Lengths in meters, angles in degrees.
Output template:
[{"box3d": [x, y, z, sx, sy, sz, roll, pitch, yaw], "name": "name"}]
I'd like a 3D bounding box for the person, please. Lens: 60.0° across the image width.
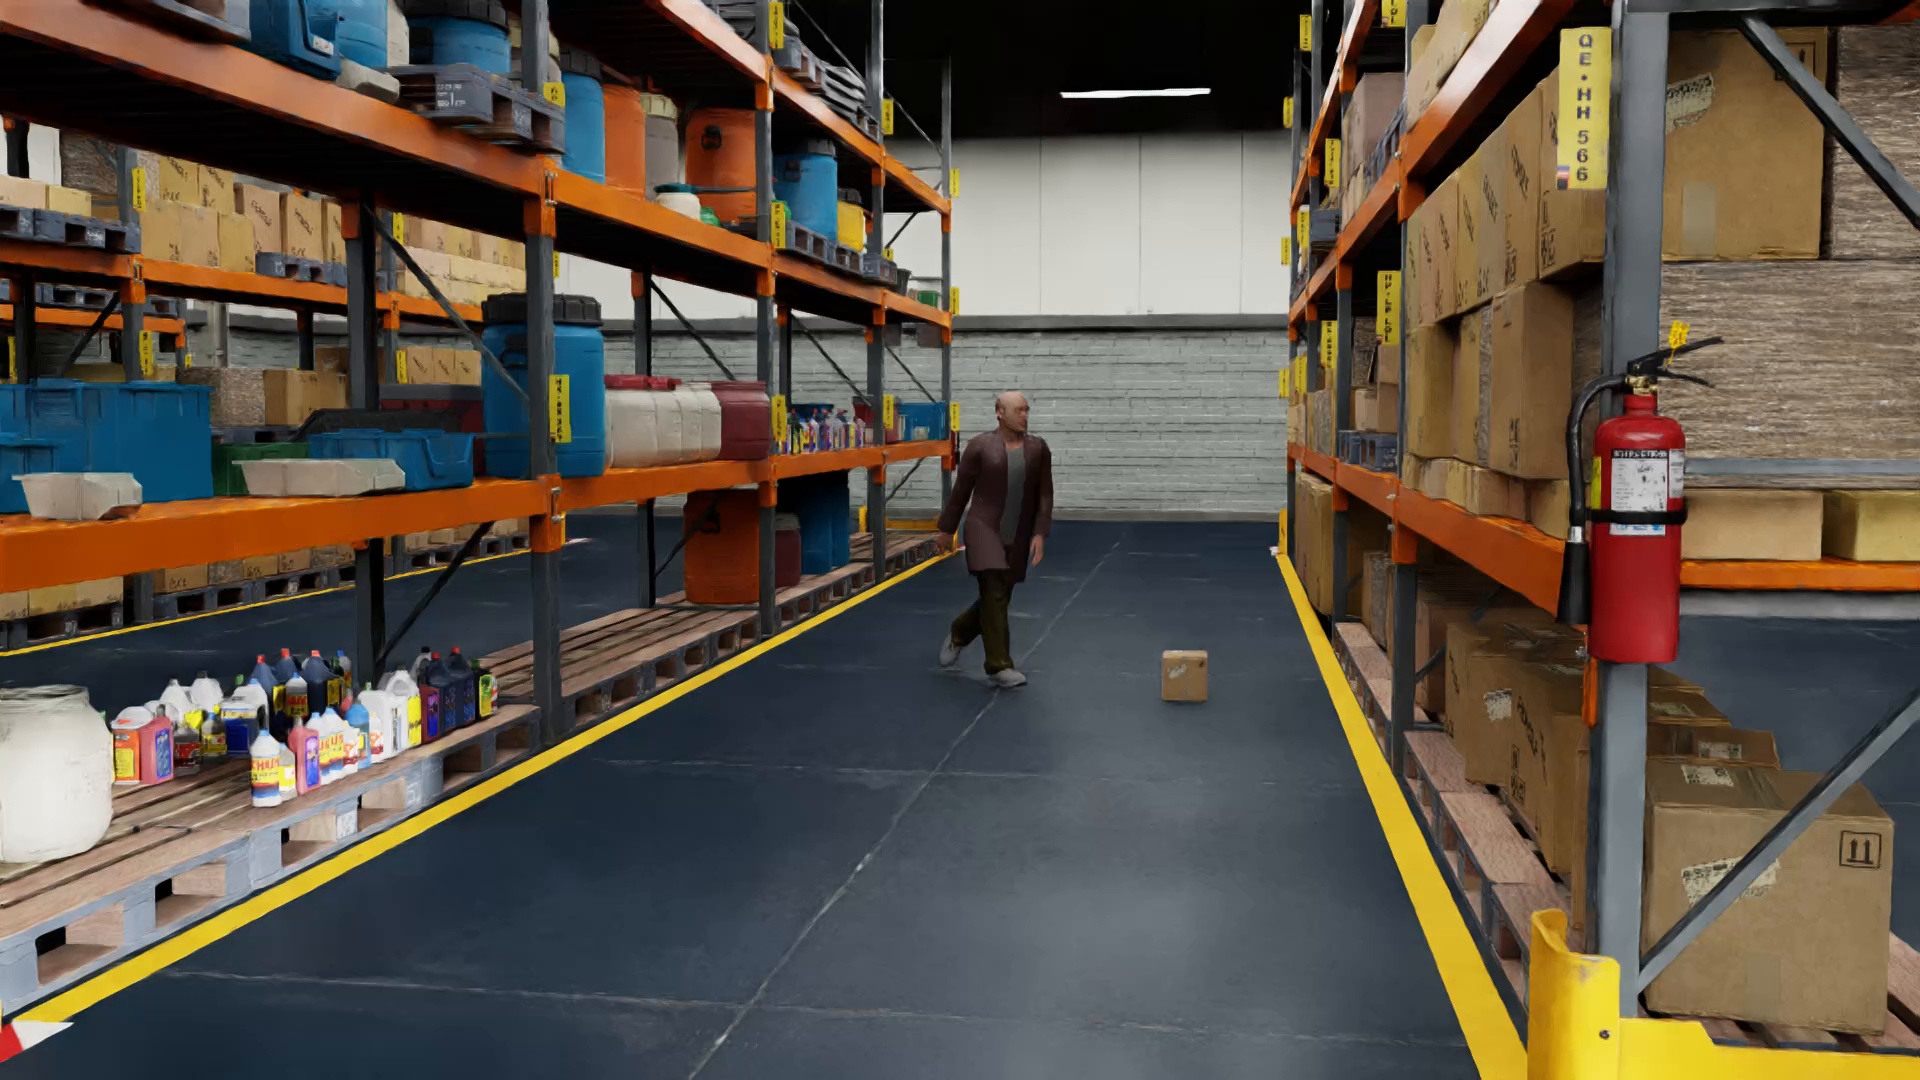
[{"box3d": [0.211, -0.018, 9.960, 0.659, 1.745, 0.947, -2, 5, -24], "name": "person"}]
